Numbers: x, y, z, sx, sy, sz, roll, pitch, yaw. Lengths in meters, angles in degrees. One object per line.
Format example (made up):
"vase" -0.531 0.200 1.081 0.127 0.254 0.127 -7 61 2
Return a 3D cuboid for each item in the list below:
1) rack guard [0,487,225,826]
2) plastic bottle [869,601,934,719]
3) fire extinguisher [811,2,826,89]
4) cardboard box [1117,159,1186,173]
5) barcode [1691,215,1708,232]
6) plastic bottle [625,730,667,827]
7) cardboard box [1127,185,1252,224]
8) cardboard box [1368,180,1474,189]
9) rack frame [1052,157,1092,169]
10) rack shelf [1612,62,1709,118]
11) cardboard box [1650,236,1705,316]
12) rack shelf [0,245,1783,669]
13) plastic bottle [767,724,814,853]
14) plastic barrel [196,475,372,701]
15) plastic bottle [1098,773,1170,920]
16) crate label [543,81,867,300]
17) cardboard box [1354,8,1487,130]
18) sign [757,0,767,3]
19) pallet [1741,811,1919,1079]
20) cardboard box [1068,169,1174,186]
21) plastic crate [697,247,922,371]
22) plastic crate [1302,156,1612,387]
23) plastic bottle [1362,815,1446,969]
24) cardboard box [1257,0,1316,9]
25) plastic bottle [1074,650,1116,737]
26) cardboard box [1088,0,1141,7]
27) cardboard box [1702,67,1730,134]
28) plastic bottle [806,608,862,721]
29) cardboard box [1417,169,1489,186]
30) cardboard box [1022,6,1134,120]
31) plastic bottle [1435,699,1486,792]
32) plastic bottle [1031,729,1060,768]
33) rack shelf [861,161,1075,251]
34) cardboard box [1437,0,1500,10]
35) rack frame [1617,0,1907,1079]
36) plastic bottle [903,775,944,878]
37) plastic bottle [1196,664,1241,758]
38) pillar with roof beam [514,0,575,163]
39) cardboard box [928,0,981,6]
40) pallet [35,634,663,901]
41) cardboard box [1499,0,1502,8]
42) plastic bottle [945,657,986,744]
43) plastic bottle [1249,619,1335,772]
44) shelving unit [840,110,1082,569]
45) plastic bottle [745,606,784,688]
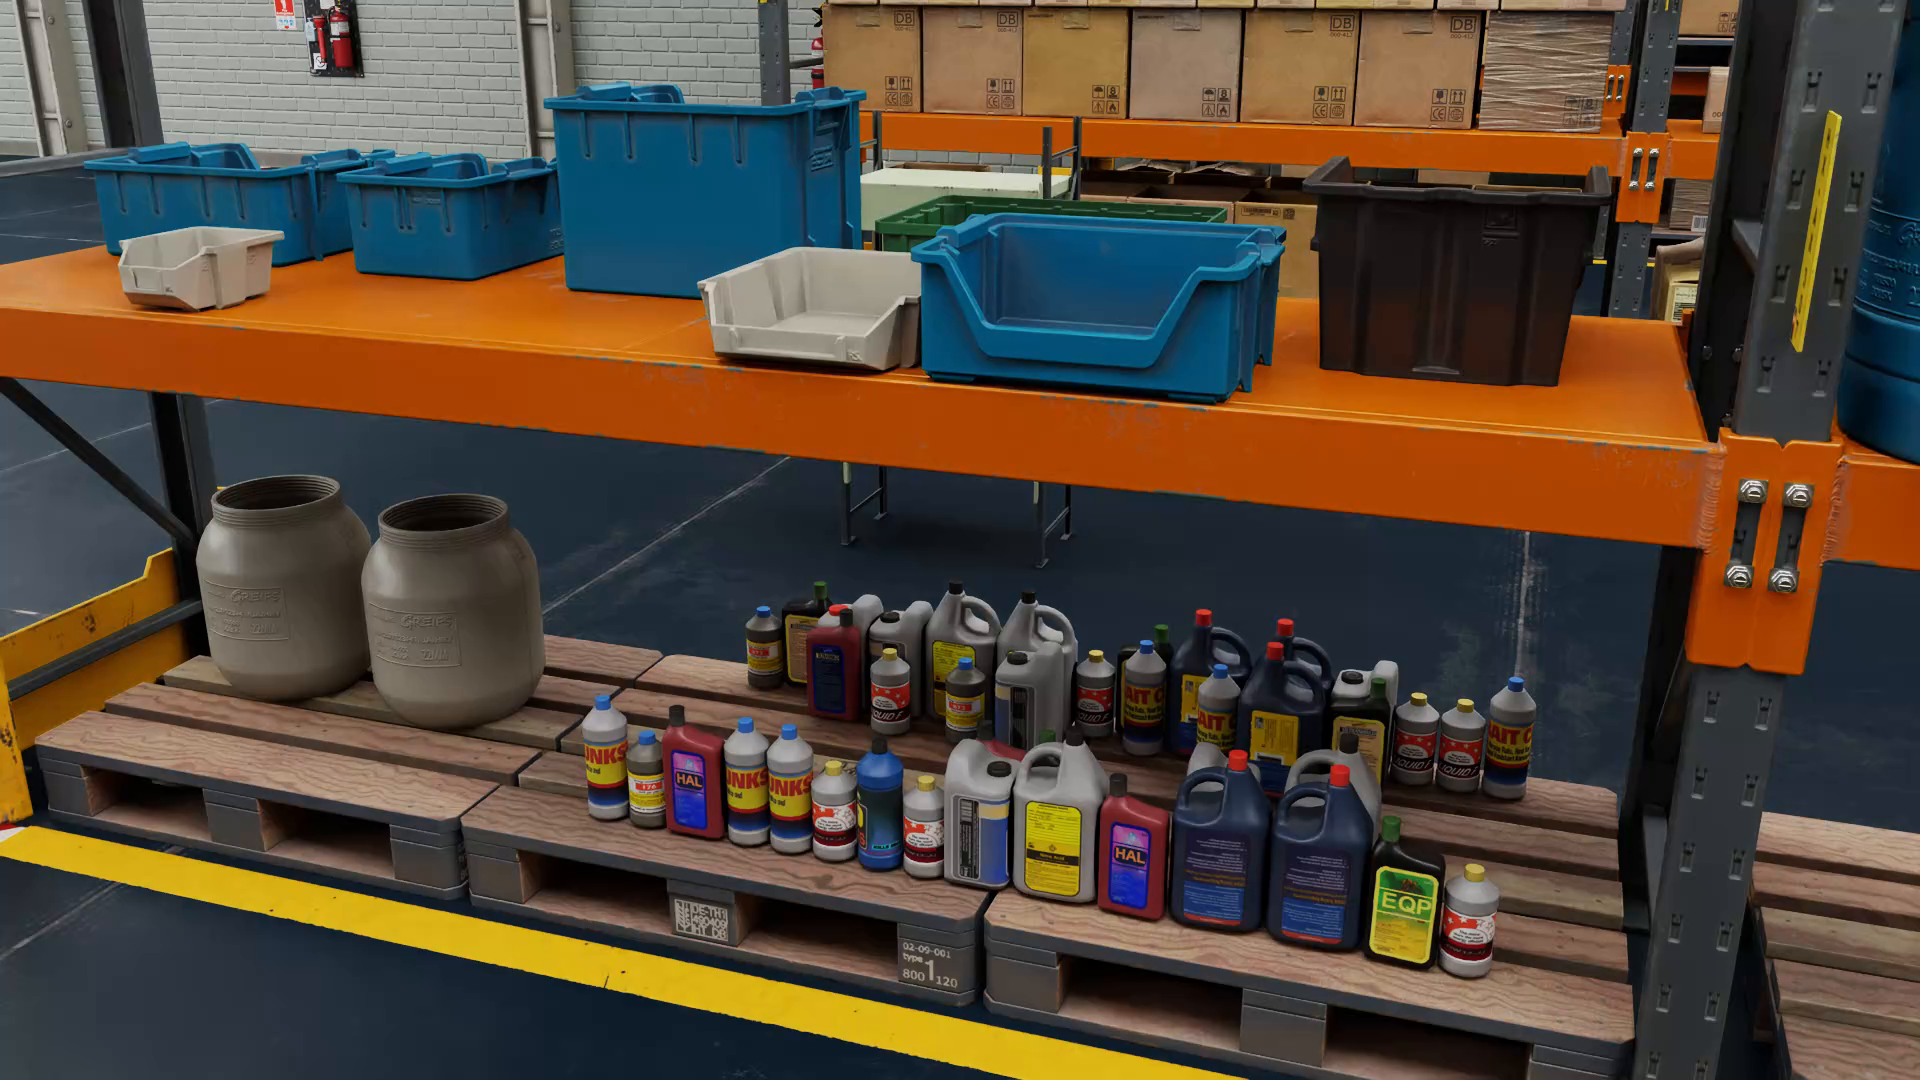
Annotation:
"rack guard" -2.298 0.270 4.541 0.348 0.500 1.175 7 20 18
"plastic bottle" -0.146 0.288 4.164 0.135 0.276 0.152 6 20 17
"fire extinguisher" -0.715 -2.564 8.992 0.183 0.674 0.296 7 20 18
"cardboard box" 1.490 -2.819 13.024 0.500 0.311 0.500 4 20 12
"barcode" 3.127 -1.335 7.020 0.075 0.075 0.001 7 20 18
"plastic bottle" -0.677 0.514 3.628 0.097 0.201 0.097 0 19 0
"cardboard box" 1.093 -1.407 7.957 0.500 0.500 0.500 7 20 18
"cardboard box" 2.212 -1.464 8.120 0.500 0.500 0.500 7 20 18
"rack frame" 0.866 -3.984 12.948 0.127 3.000 1.000 7 20 18
"rack shelf" 6.534 -2.996 11.208 4.000 0.370 1.077 7 20 18
"cardboard box" 3.499 -1.221 7.710 0.500 0.311 0.500 7 20 18
"rack shelf" -0.496 -0.348 3.610 4.000 0.370 1.077 7 20 18
"plastic bottle" -0.357 0.517 3.511 0.097 0.271 0.097 0 19 0
"plastic barrel" -1.738 0.120 4.316 0.421 0.512 0.421 0 19 0
"plastic bottle" 0.341 0.598 3.262 0.133 0.283 0.061 8 21 22
"crate label" -0.558 -0.806 3.777 0.616 0.435 0.502 7 20 18
"cardboard box" 2.101 -2.159 7.562 0.500 0.500 0.700 6 20 17
"sign" -0.944 -2.718 7.880 0.005 0.325 0.100 7 20 18
"pallet" 2.148 0.918 3.122 1.213 0.211 1.003 7 20 18
"cardboard box" 0.797 -1.629 8.591 0.500 0.500 0.500 7 20 18
"plastic crate" -0.224 -0.444 3.193 0.437 0.136 0.530 7 20 18
"plastic crate" 0.940 -0.538 3.158 0.504 0.338 0.767 7 20 18
"plastic bottle" 0.831 0.654 3.101 0.133 0.283 0.061 8 21 21
"cardboard box" 1.496 -2.465 7.454 0.250 0.149 0.380 7 20 20
"plastic bottle" 0.329 0.368 4.048 0.097 0.201 0.097 0 19 0
"cardboard box" 0.761 -2.549 7.694 0.250 0.149 0.380 6 20 17
"cardboard box" 3.502 -1.901 7.200 0.500 0.250 0.500 8 21 21
"plastic bottle" -0.312 0.302 4.110 0.133 0.283 0.061 7 20 18
"cardboard box" 3.651 -2.679 12.334 0.500 0.500 0.500 5 20 14
"cardboard box" 0.645 -2.326 8.039 0.500 0.500 0.700 7 20 18
"plastic bottle" 1.140 0.460 3.781 0.097 0.201 0.097 0 19 0
"plastic bottle" 0.213 0.533 3.448 0.133 0.283 0.061 7 20 18
"rack shelf" -0.006 -1.077 5.703 0.720 0.370 0.431 7 20 18
"cardboard box" 2.214 -2.382 7.216 0.250 0.149 0.380 6 20 16
"rack frame" 1.393 -0.472 2.872 0.127 3.000 1.000 7 20 18
"plastic bottle" -0.069 0.583 3.428 0.097 0.201 0.097 0 19 0
"plastic bottle" 0.590 0.415 3.806 0.097 0.271 0.097 0 19 0
"pillar with roof beam" -5.269 -6.320 10.535 0.400 9.000 9.100 7 20 18
"cardboard box" 0.029 -2.632 7.934 0.250 0.149 0.380 7 20 18
"pallet" -1.532 0.496 4.332 1.213 0.211 1.003 7 20 18
"cardboard box" 2.350 -2.508 7.578 0.250 0.149 0.380 6 20 17
"plastic bottle" 0.013 0.382 4.007 0.097 0.201 0.097 0 19 0
"plastic bottle" 0.767 0.355 3.856 0.185 0.351 0.144 7 20 20
"shelving unit" -0.006 -0.709 5.831 0.755 1.500 0.431 7 20 18
"plastic bottle" -0.507 0.272 4.322 0.097 0.201 0.097 0 19 0
